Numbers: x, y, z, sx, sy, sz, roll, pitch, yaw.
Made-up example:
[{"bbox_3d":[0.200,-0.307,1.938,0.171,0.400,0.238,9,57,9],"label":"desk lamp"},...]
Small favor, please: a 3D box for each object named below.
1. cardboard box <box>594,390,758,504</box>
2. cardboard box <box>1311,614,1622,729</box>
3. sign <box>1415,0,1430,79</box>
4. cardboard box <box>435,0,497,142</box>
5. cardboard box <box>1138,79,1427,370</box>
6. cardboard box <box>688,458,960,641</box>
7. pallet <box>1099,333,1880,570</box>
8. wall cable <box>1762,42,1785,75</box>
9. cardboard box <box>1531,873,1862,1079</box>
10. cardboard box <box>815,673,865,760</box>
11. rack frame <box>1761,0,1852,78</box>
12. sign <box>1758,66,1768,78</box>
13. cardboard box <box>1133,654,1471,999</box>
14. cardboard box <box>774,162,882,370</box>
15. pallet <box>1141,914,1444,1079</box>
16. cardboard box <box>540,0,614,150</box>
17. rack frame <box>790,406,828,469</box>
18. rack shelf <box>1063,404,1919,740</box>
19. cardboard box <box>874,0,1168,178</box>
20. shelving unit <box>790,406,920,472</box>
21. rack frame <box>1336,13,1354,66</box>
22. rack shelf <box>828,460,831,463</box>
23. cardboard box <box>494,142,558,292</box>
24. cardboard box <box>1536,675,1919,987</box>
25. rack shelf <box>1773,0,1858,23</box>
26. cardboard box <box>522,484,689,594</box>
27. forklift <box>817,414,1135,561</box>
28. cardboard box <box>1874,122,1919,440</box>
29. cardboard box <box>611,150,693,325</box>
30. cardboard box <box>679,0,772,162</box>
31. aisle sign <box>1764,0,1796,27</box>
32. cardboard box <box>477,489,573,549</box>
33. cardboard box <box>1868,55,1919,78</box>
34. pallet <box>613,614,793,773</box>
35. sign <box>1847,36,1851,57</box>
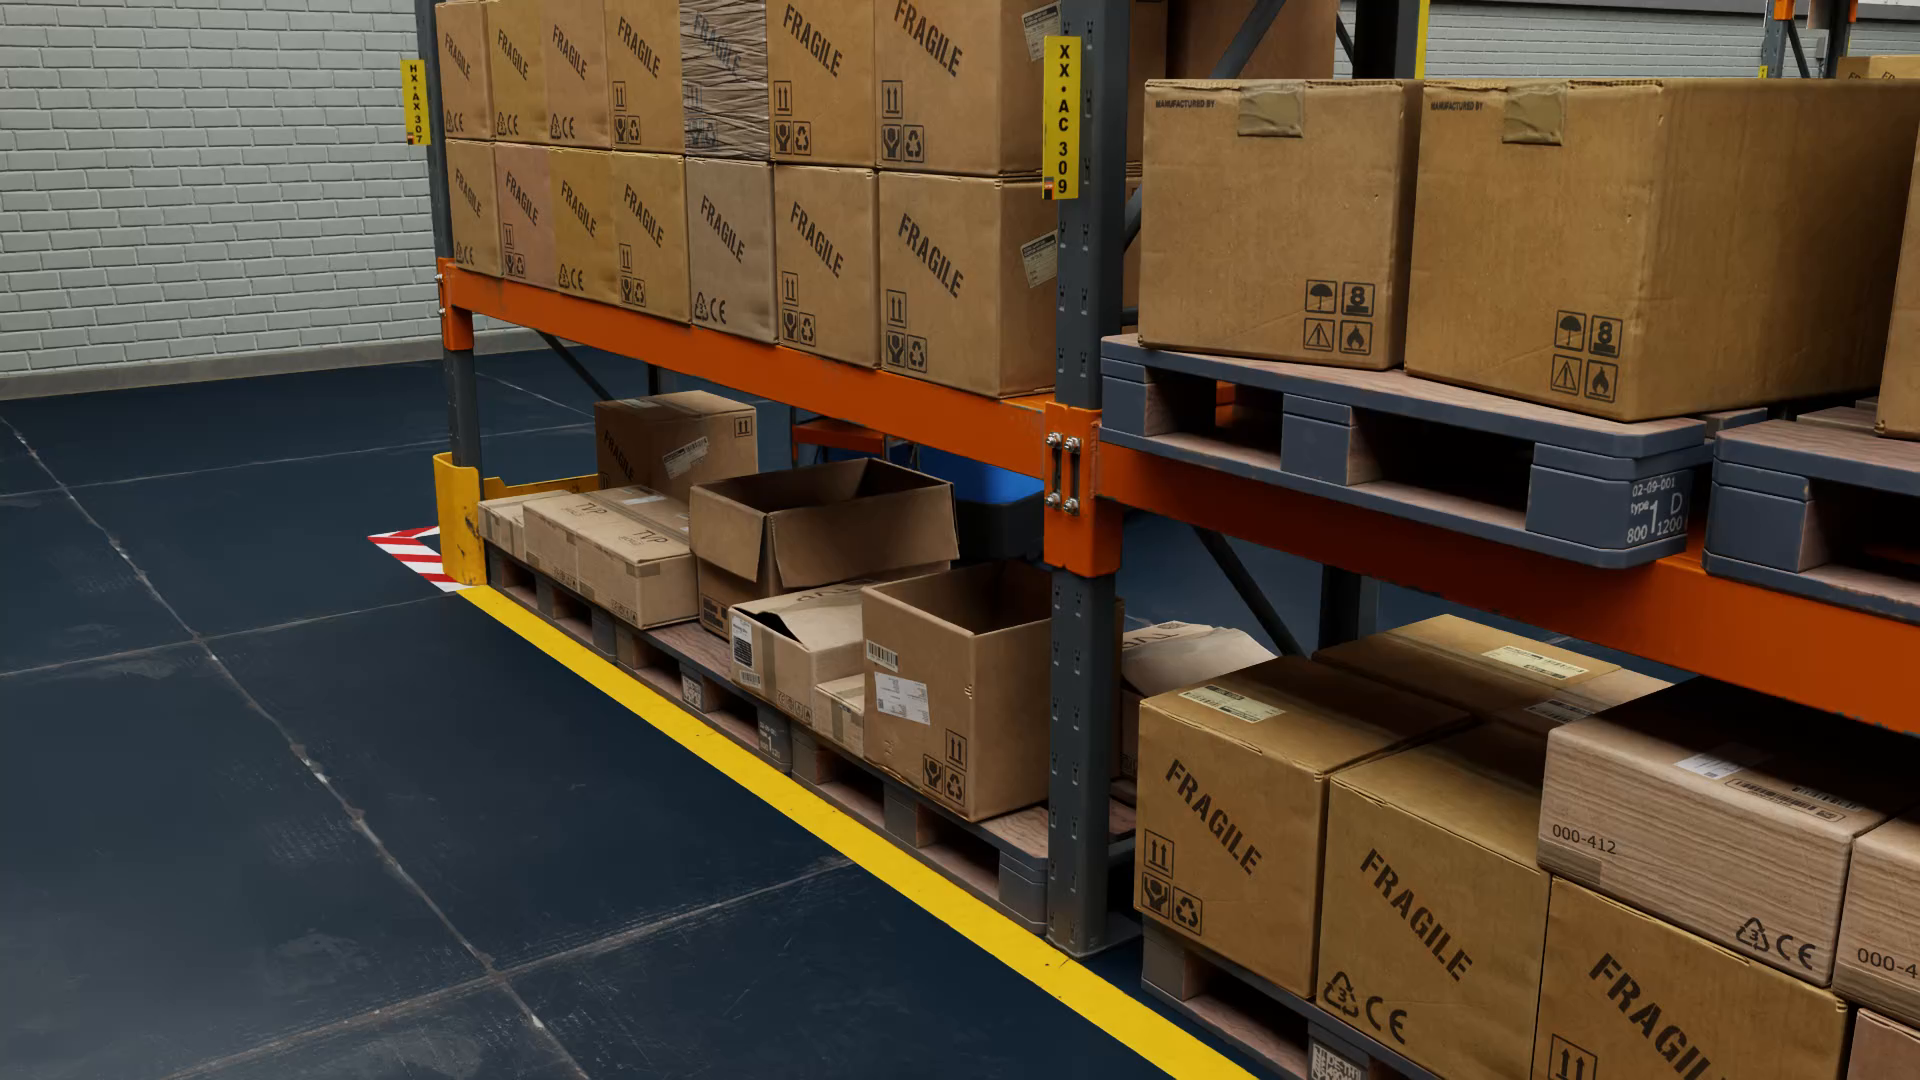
[{"bbox_3d":[-1.186,-0.321,6.970,0.500,0.500,0.500,-11,19,-35],"label":"cardboard box"},{"bbox_3d":[1.169,0.516,3.911,0.500,0.500,0.500,-11,19,-35],"label":"cardboard box"},{"bbox_3d":[1.094,-1.184,4.026,0.100,0.325,0.005,-11,19,-35],"label":"sign"},{"bbox_3d":[-1.657,-1.788,6.342,0.500,0.500,0.500,-10,18,-33],"label":"cardboard box"},{"bbox_3d":[0.745,-0.653,3.297,0.500,0.500,0.700,10,18,33],"label":"cardboard box"},{"bbox_3d":[-0.462,0.053,5.596,0.797,0.503,0.637,-11,19,-35],"label":"cardboard box"},{"bbox_3d":[1.029,-0.258,3.202,1.003,0.211,1.213,-11,19,-35],"label":"pallet"},{"bbox_3d":[10.992,-6.173,22.465,0.585,1.953,0.123,-11,19,-35],"label":"wall cable"},{"bbox_3d":[1.345,0.816,2.814,0.500,0.500,0.500,-11,19,-34],"label":"cardboard box"},{"bbox_3d":[-0.186,0.476,4.722,0.380,0.149,0.250,-11,19,-35],"label":"cardboard box"},{"bbox_3d":[6.310,-2.930,12.598,1.000,3.000,0.127,-11,19,-35],"label":"rack frame"},{"bbox_3d":[5.858,-3.300,12.163,0.100,0.325,0.005,-11,19,-35],"label":"sign"},{"bbox_3d":[0.734,0.596,3.618,0.500,0.500,0.500,-12,19,-37],"label":"cardboard box"},{"bbox_3d":[-0.159,-0.764,4.494,0.500,0.500,0.500,-10,18,-33],"label":"cardboard box"},{"bbox_3d":[1.156,0.974,3.617,1.003,0.211,1.213,-11,19,-35],"label":"pallet"},{"bbox_3d":[-1.054,-1.569,5.545,0.500,0.500,0.500,-11,19,-34],"label":"cardboard box"},{"bbox_3d":[-0.650,-0.512,7.173,0.015,1.200,0.240,10,18,32],"label":"rack frame"},{"bbox_3d":[1.823,0.235,2.396,1.077,0.370,4.000,-11,19,-35],"label":"rack shelf"},{"bbox_3d":[0.140,-1.137,3.964,0.500,0.500,0.500,-11,19,-34],"label":"cardboard box"},{"bbox_3d":[-0.447,-0.477,7.044,0.503,1.200,0.258,10,18,32],"label":"shelving unit"},{"bbox_3d":[2.304,-2.161,9.789,1.000,3.000,0.127,-11,19,-35],"label":"rack frame"},{"bbox_3d":[-0.446,-0.220,7.114,0.480,0.148,0.258,10,18,32],"label":"rack shelf"},{"bbox_3d":[-1.350,-1.196,6.074,0.500,0.500,0.500,-11,19,-35],"label":"cardboard box"},{"bbox_3d":[1.322,0.448,2.739,0.500,0.250,0.500,-11,19,-34],"label":"cardboard box"},{"bbox_3d":[7.486,-3.602,10.736,1.077,0.370,4.000,-11,19,-35],"label":"rack shelf"},{"bbox_3d":[-1.321,-0.012,6.312,0.500,0.250,0.500,-11,19,-35],"label":"cardboard box"},{"bbox_3d":[0.580,-1.659,8.084,1.130,2.935,3.031,10,18,32],"label":"forklift"},{"bbox_3d":[1.736,-0.422,2.450,0.500,0.500,0.700,12,19,38],"label":"cardboard box"},{"bbox_3d":[-0.764,-0.981,5.290,0.500,0.500,0.500,-11,19,-34],"label":"cardboard box"},{"bbox_3d":[-0.459,-1.353,4.756,0.500,0.500,0.500,-11,19,-34],"label":"cardboard box"},{"bbox_3d":[6.025,-4.152,12.140,0.394,0.787,0.004,-11,19,-35],"label":"aisle sign"},{"bbox_3d":[-1.737,-0.087,6.779,0.380,0.149,0.250,-11,19,-35],"label":"cardboard box"},{"bbox_3d":[6.668,-3.111,11.561,0.500,0.500,0.500,-11,19,-36],"label":"cardboard box"},{"bbox_3d":[-0.477,0.399,5.719,1.003,0.211,1.213,-11,19,-35],"label":"pallet"},{"bbox_3d":[6.757,-3.684,12.710,0.100,0.325,0.005,-11,19,-35],"label":"sign"}]
